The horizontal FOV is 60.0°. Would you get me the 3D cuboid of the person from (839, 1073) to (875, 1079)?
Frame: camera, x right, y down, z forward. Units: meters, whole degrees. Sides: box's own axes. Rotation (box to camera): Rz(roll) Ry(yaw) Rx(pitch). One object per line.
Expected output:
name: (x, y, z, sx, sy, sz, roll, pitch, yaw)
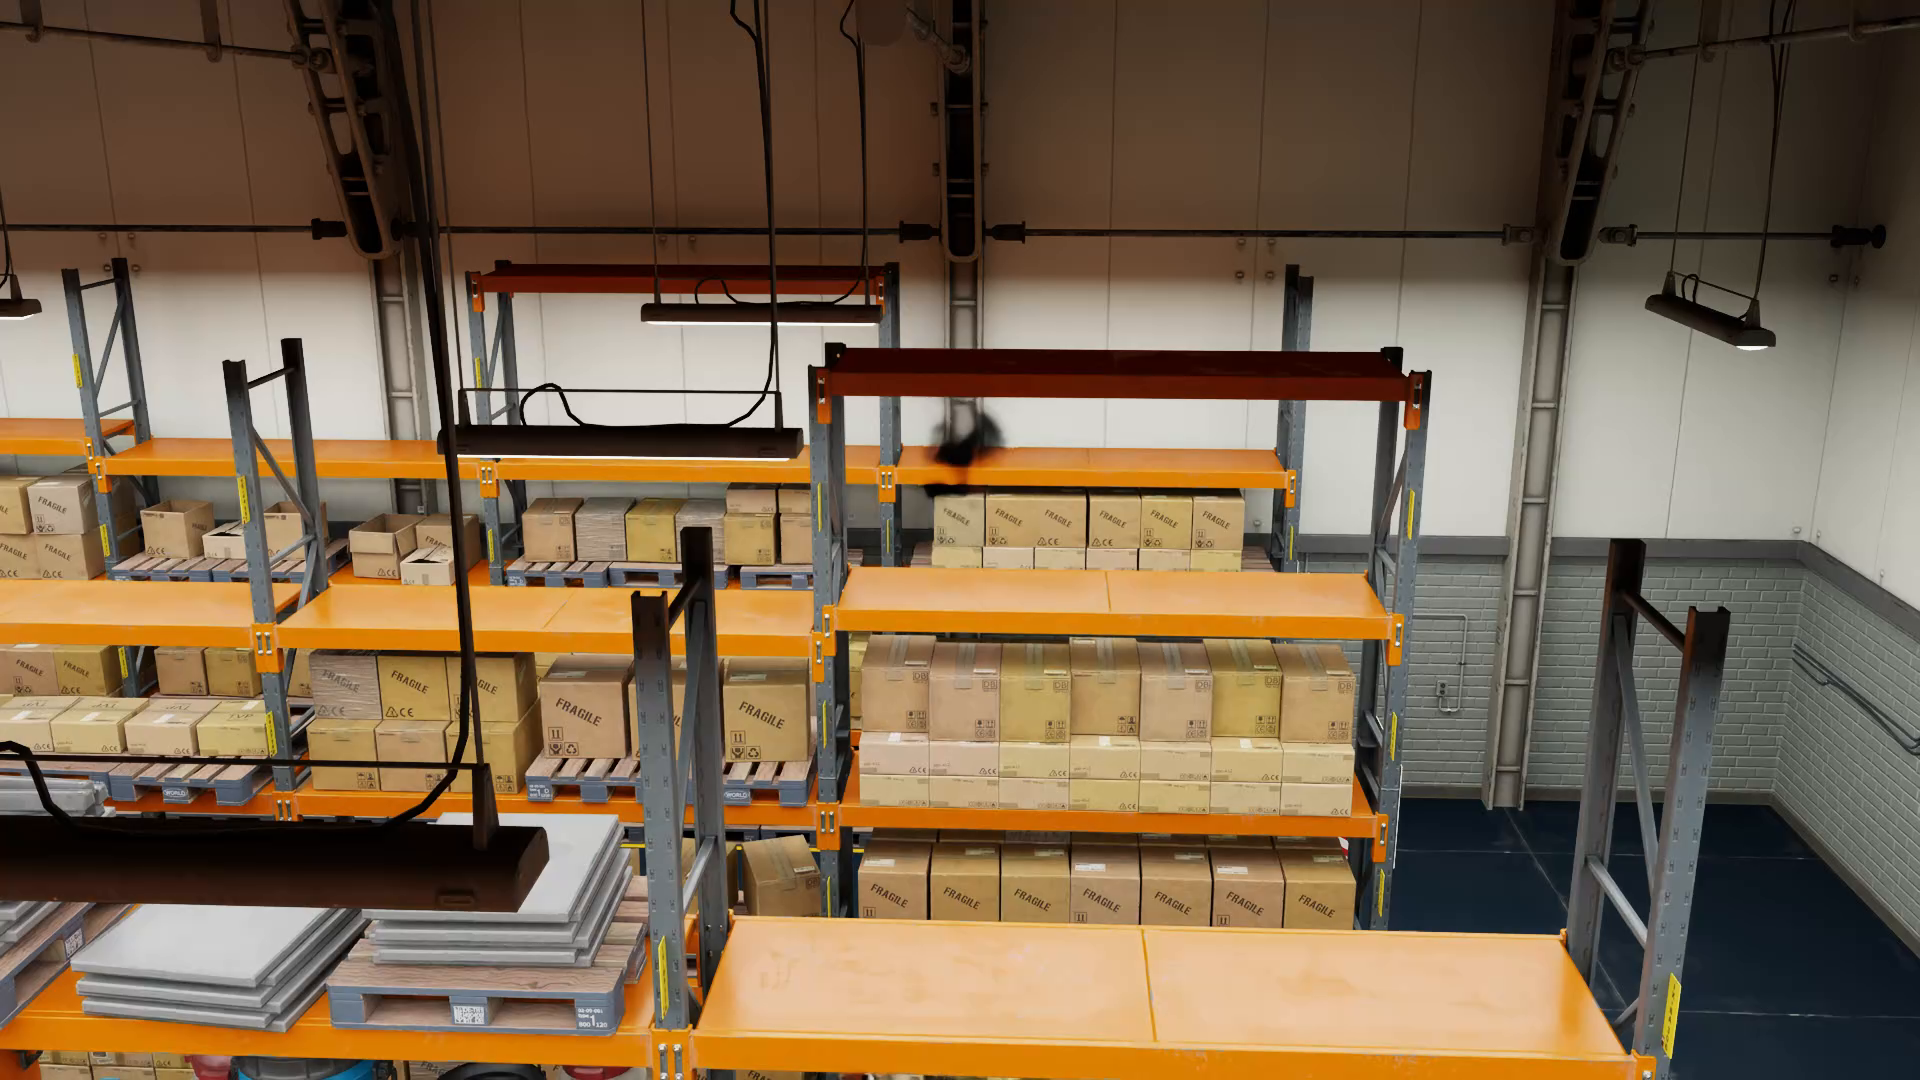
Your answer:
person: (-0.695, 4.141, 11.116, 0.957, 1.750, 0.663, -1, 16, -3)
